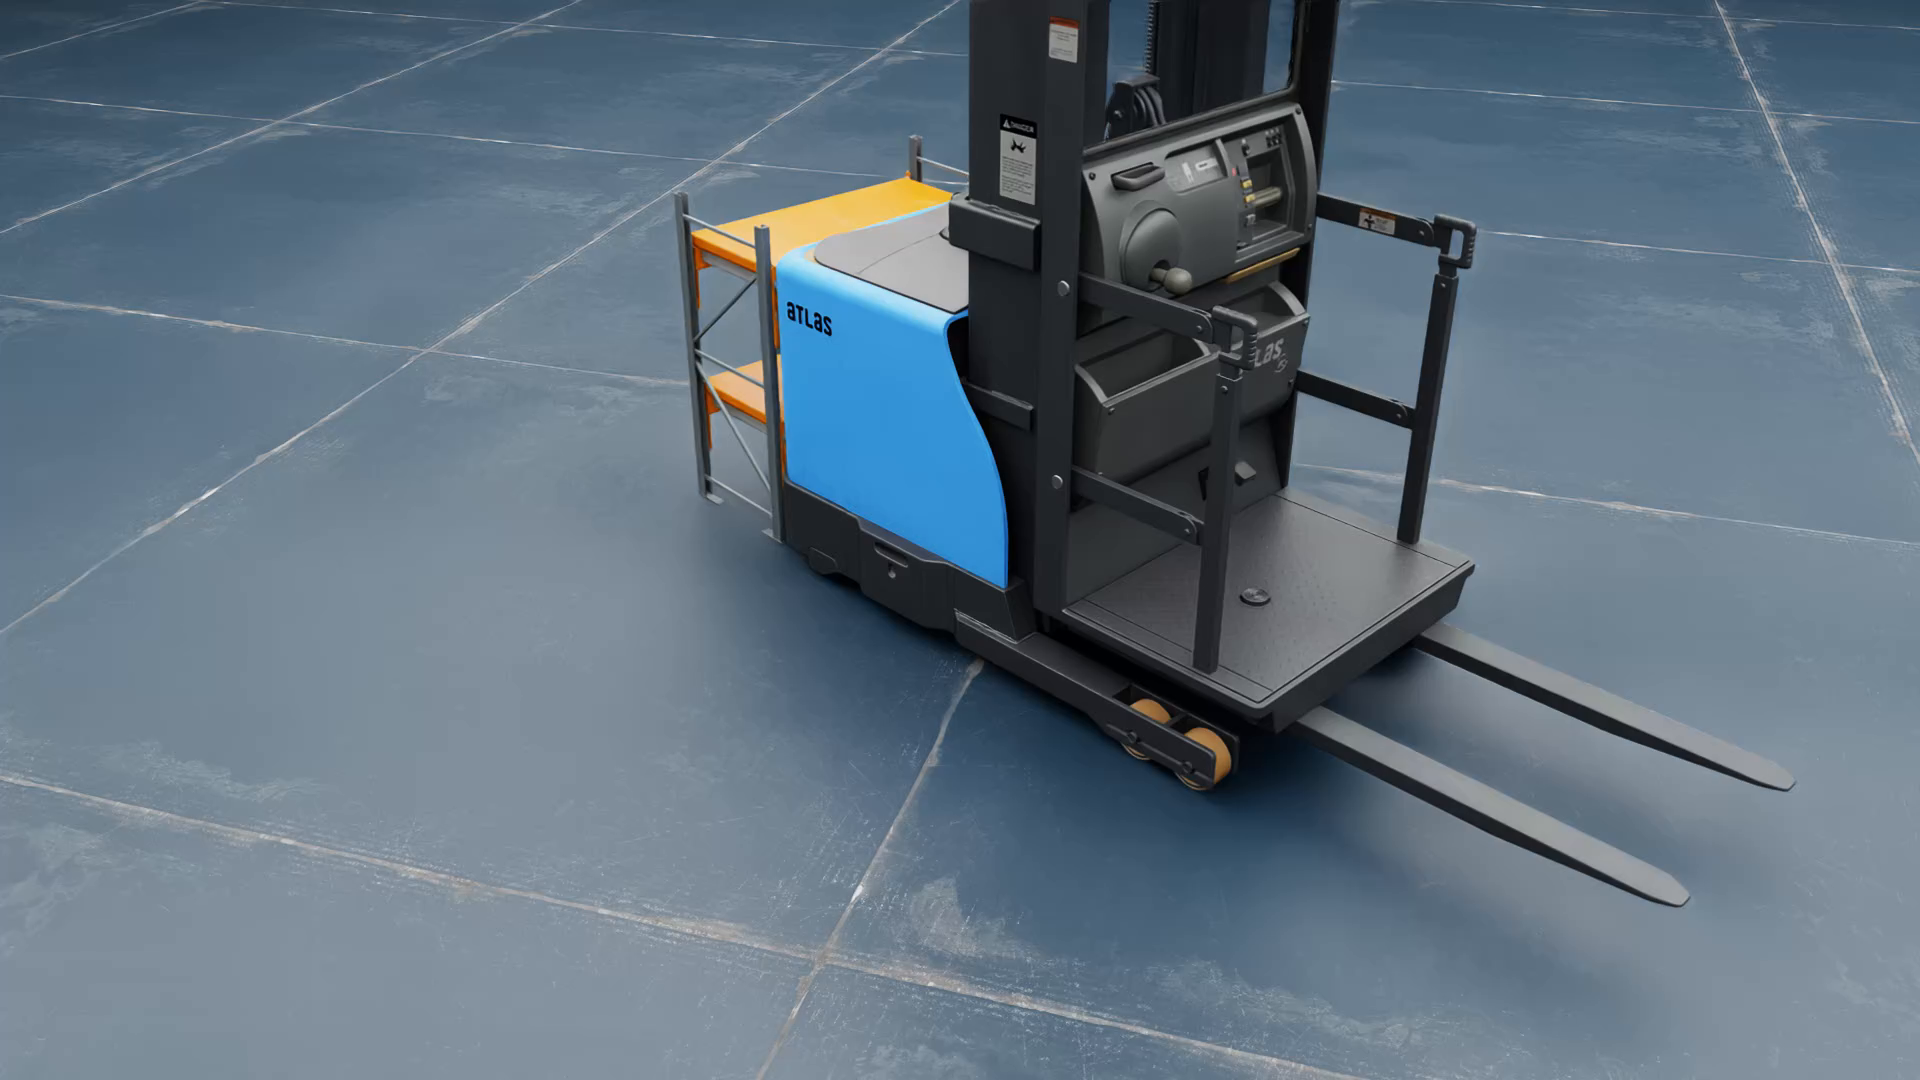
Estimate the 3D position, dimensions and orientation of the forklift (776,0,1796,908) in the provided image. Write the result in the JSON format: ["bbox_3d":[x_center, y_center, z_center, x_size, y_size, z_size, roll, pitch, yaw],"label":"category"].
[{"bbox_3d":[0.810,-0.886,4.327,1.130,2.935,3.031,-26,38,-38],"label":"forklift"}]

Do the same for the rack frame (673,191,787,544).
[{"bbox_3d":[-0.772,-0.573,5.623,0.032,1.125,0.500,-23,37,-35],"label":"rack frame"}]

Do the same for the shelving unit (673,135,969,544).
[{"bbox_3d":[-0.392,-0.737,5.918,1.048,1.125,0.538,-23,37,-35],"label":"shelving unit"}]

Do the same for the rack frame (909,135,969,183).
[{"bbox_3d":[-0.012,-0.901,6.213,0.032,1.125,0.500,-23,37,-35],"label":"rack frame"}]

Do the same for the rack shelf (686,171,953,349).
[{"bbox_3d":[-0.392,-0.993,5.776,1.000,0.278,0.538,-23,37,-35],"label":"rack shelf"}]

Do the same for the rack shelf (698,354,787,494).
[{"bbox_3d":[-0.392,-0.524,6.037,1.000,0.278,0.538,-23,37,-35],"label":"rack shelf"}]
